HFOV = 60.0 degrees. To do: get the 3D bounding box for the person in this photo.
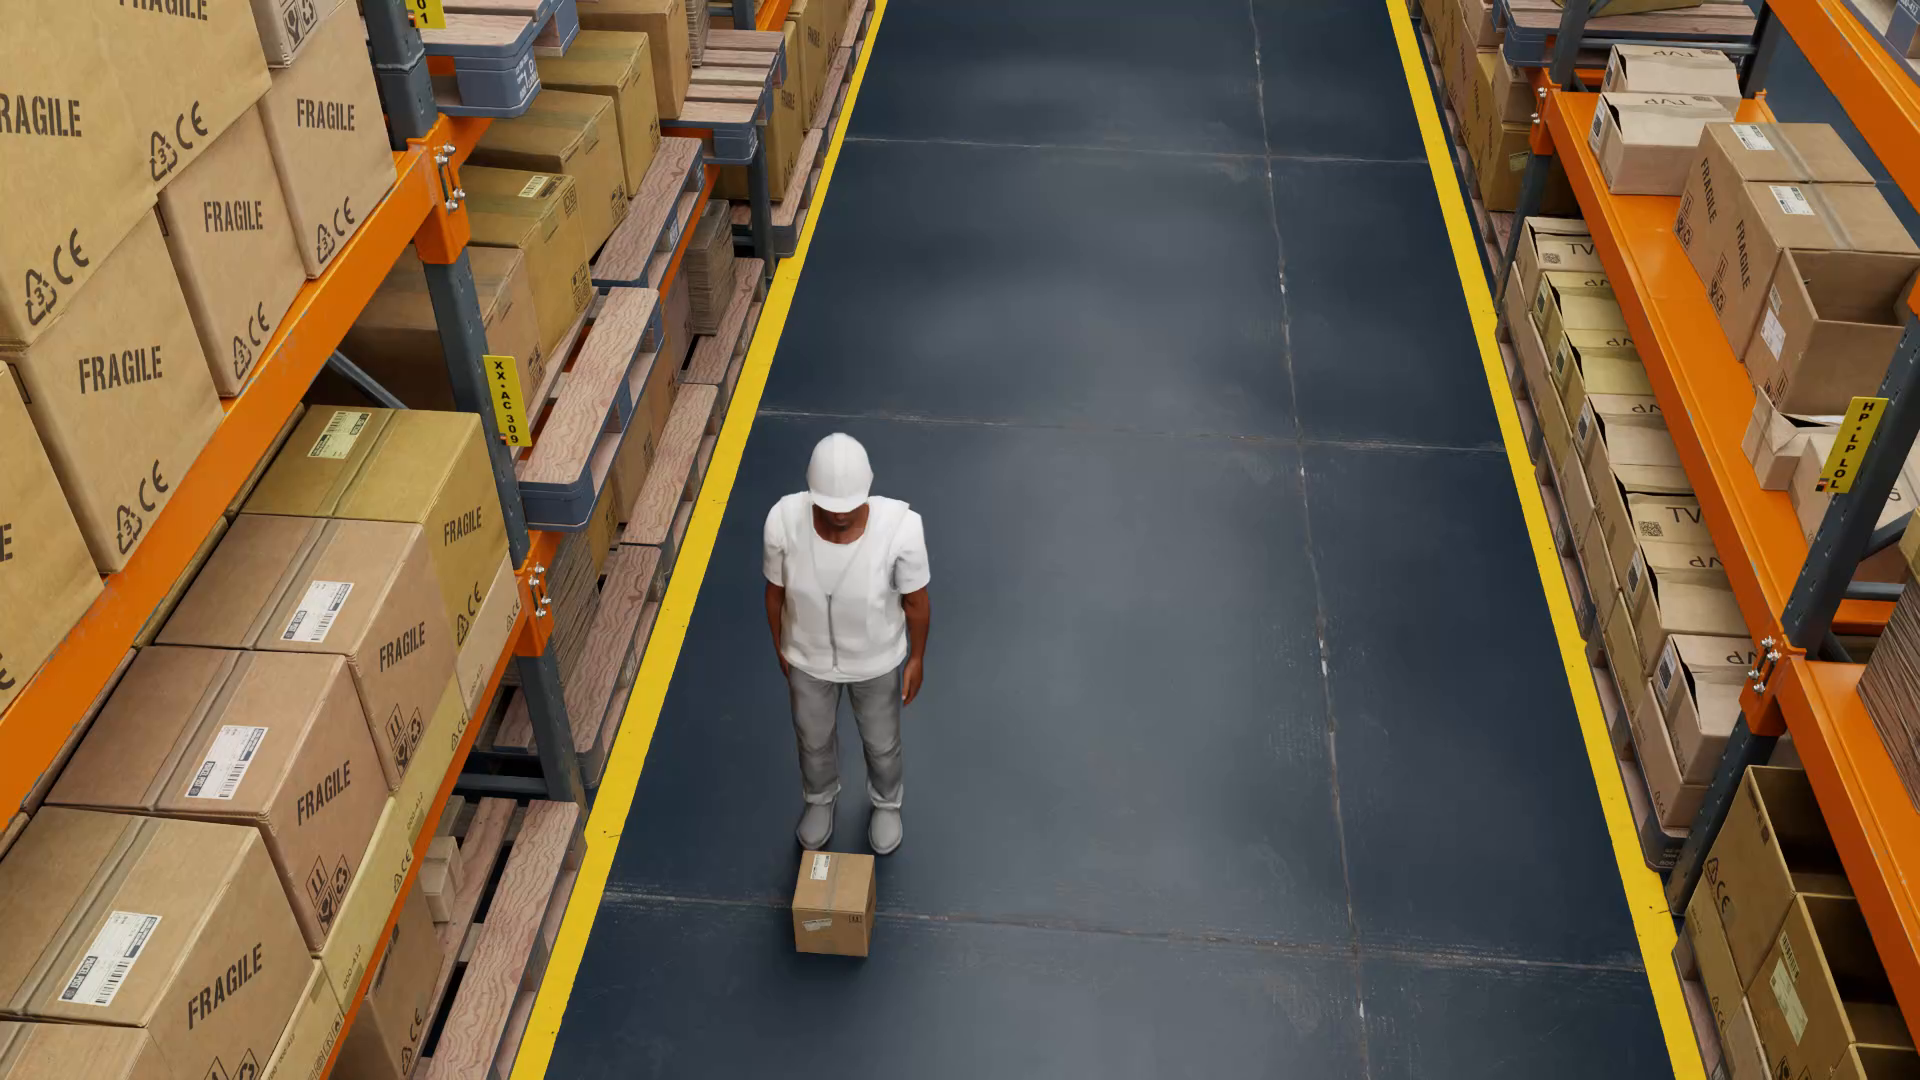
[{"bbox_3d":[-0.382,0.378,5.686,0.565,1.763,0.365,4,40,5],"label":"person"}]
